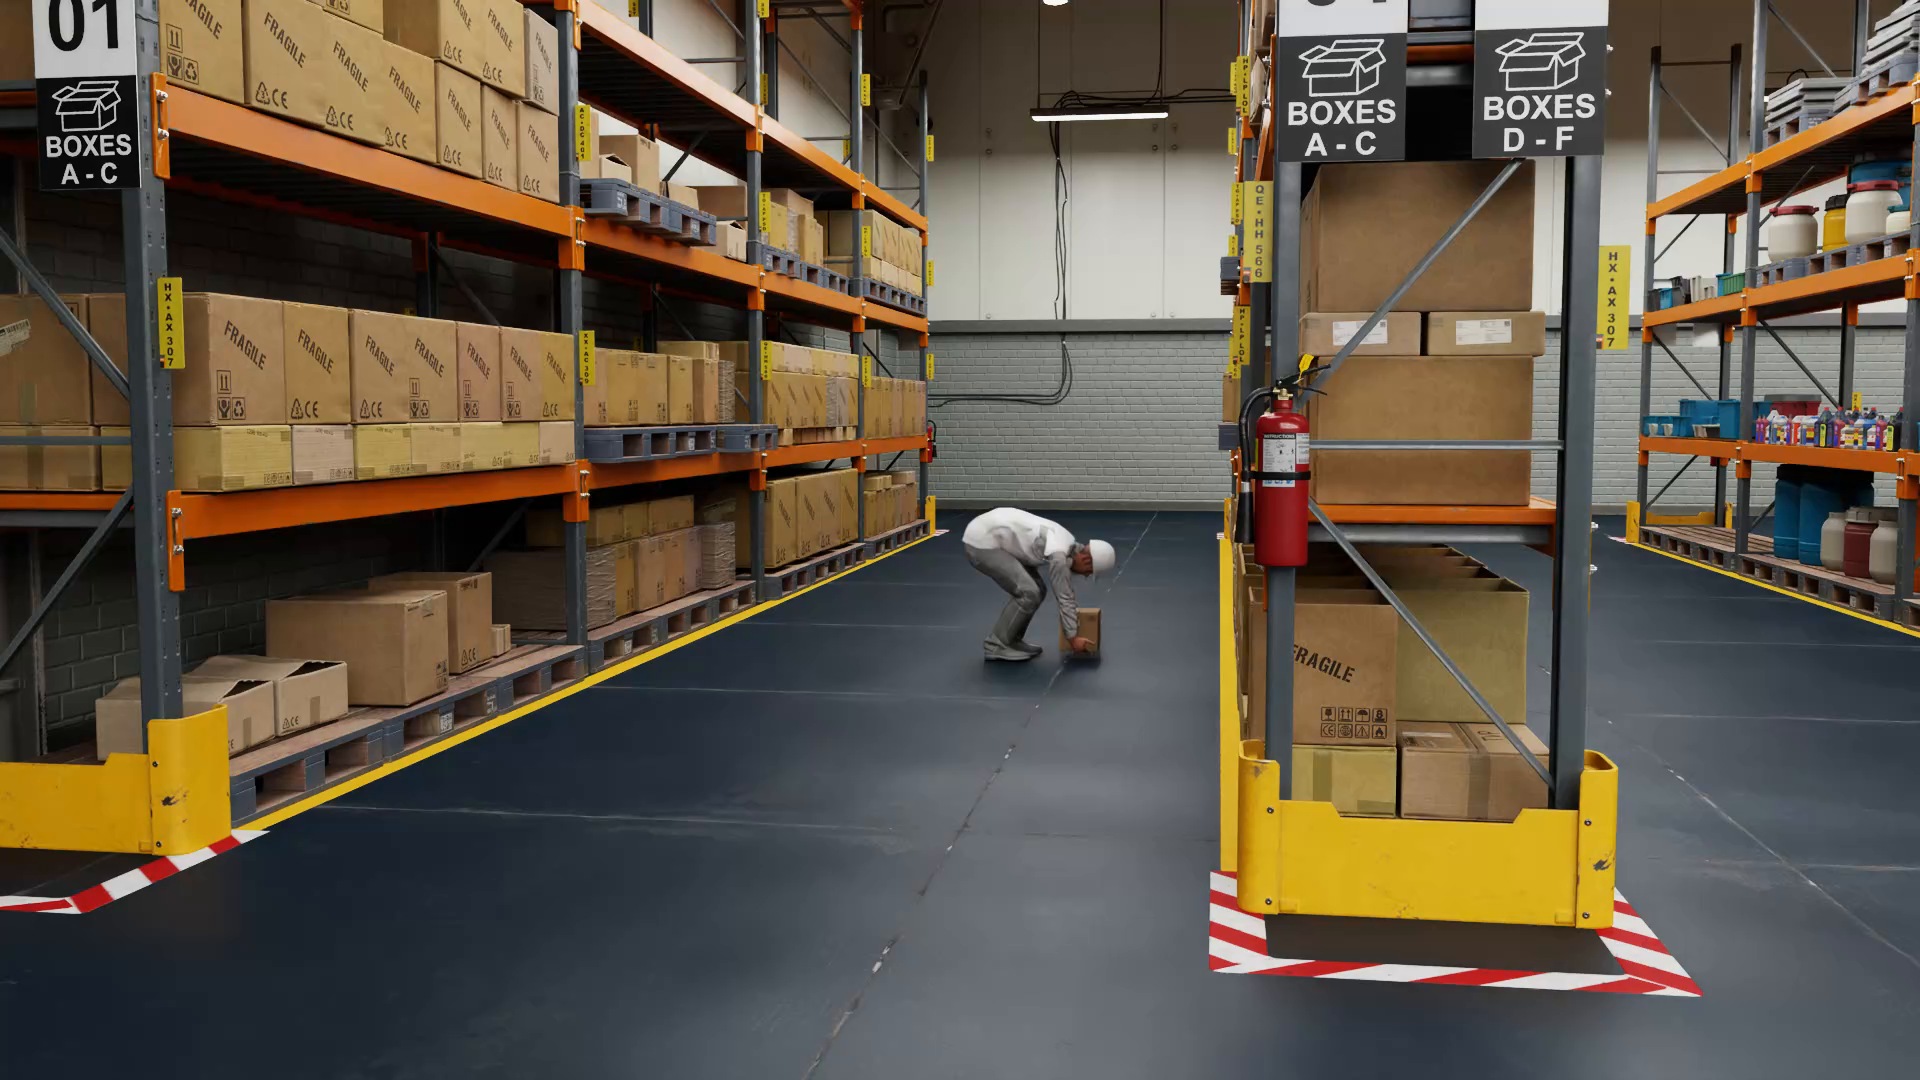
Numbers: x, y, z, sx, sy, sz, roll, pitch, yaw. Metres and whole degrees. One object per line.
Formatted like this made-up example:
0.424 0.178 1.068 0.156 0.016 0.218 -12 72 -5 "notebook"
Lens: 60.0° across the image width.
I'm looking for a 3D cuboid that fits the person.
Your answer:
0.515 0.283 10.882 0.996 0.988 0.495 0 4 6 "person"
